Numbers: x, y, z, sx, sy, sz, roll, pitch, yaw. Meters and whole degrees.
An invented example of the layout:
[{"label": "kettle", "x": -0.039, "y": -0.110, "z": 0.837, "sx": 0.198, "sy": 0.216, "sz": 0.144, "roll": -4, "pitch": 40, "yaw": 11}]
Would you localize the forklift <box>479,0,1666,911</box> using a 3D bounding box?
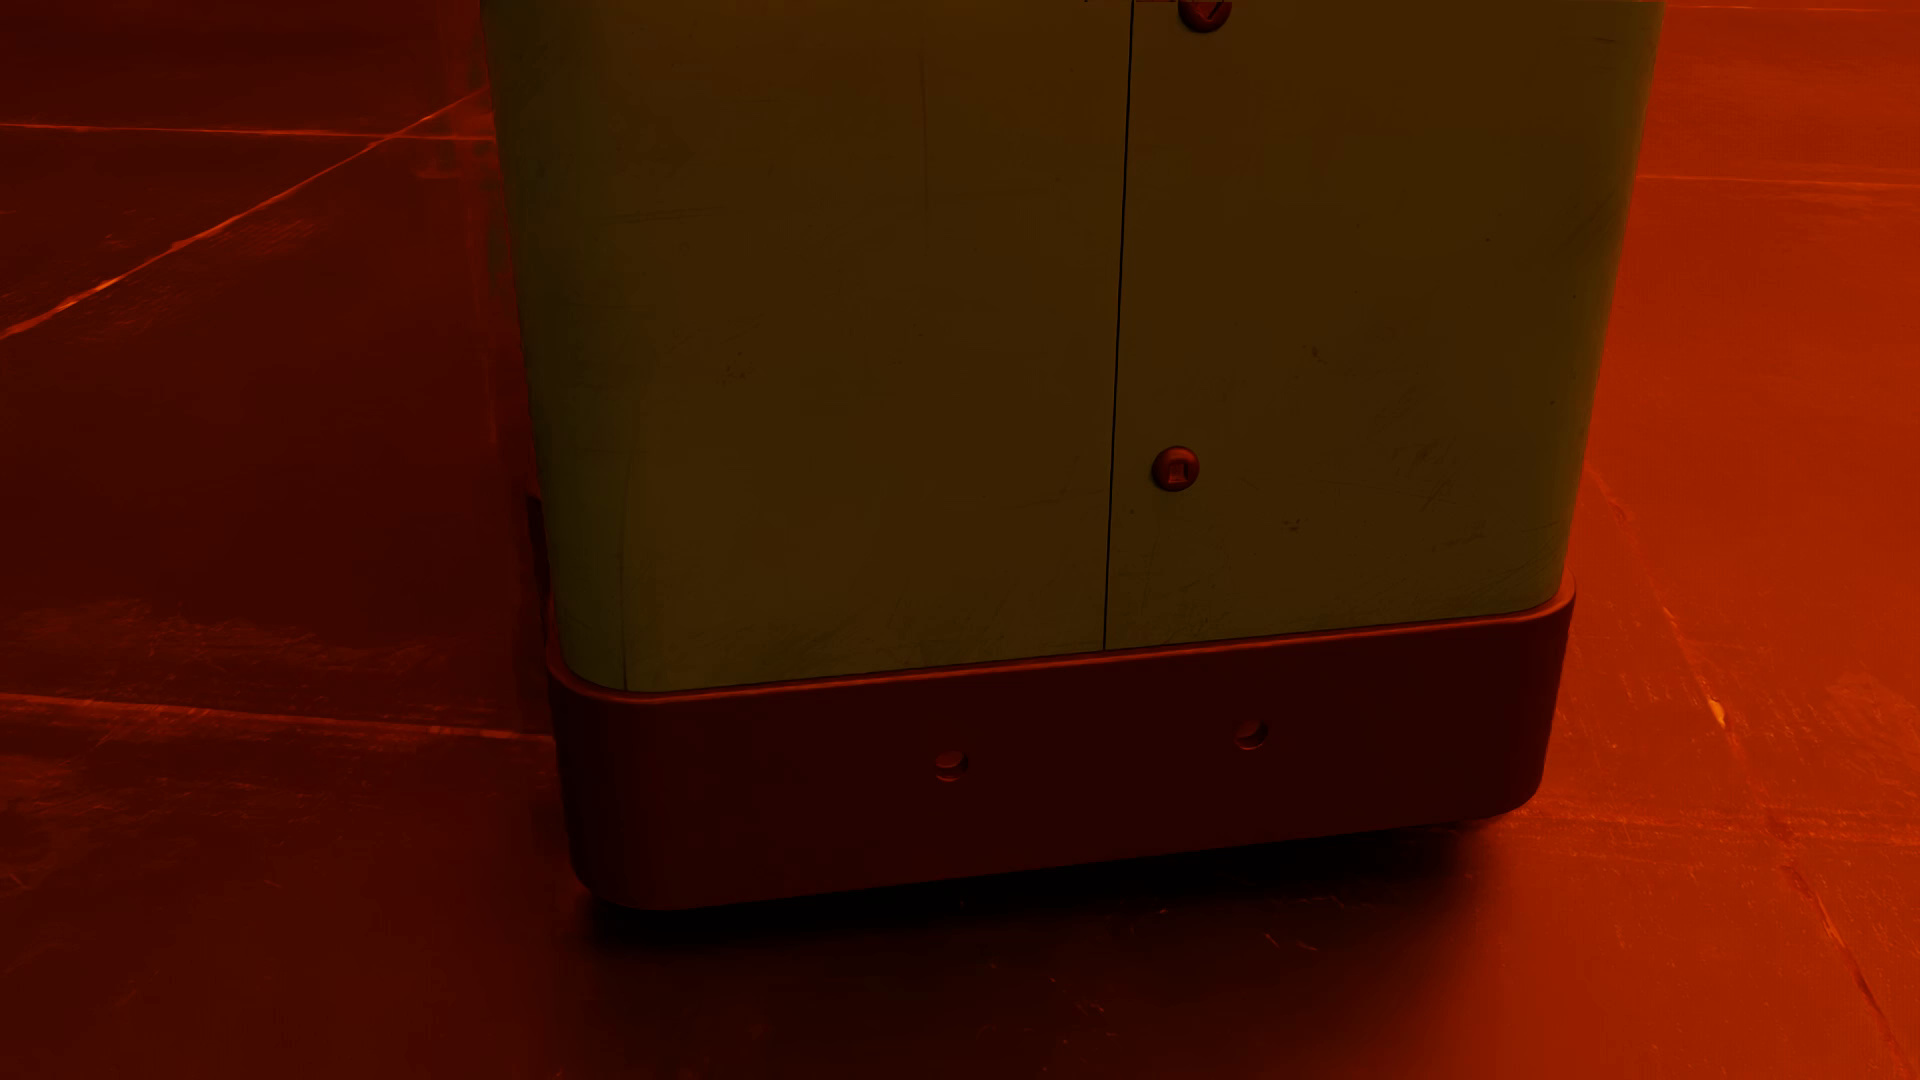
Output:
[{"label": "forklift", "x": -0.132, "y": -1.585, "z": 2.395, "sx": 1.130, "sy": 2.935, "sz": 3.031, "roll": -5, "pitch": 27, "yaw": -9}]
